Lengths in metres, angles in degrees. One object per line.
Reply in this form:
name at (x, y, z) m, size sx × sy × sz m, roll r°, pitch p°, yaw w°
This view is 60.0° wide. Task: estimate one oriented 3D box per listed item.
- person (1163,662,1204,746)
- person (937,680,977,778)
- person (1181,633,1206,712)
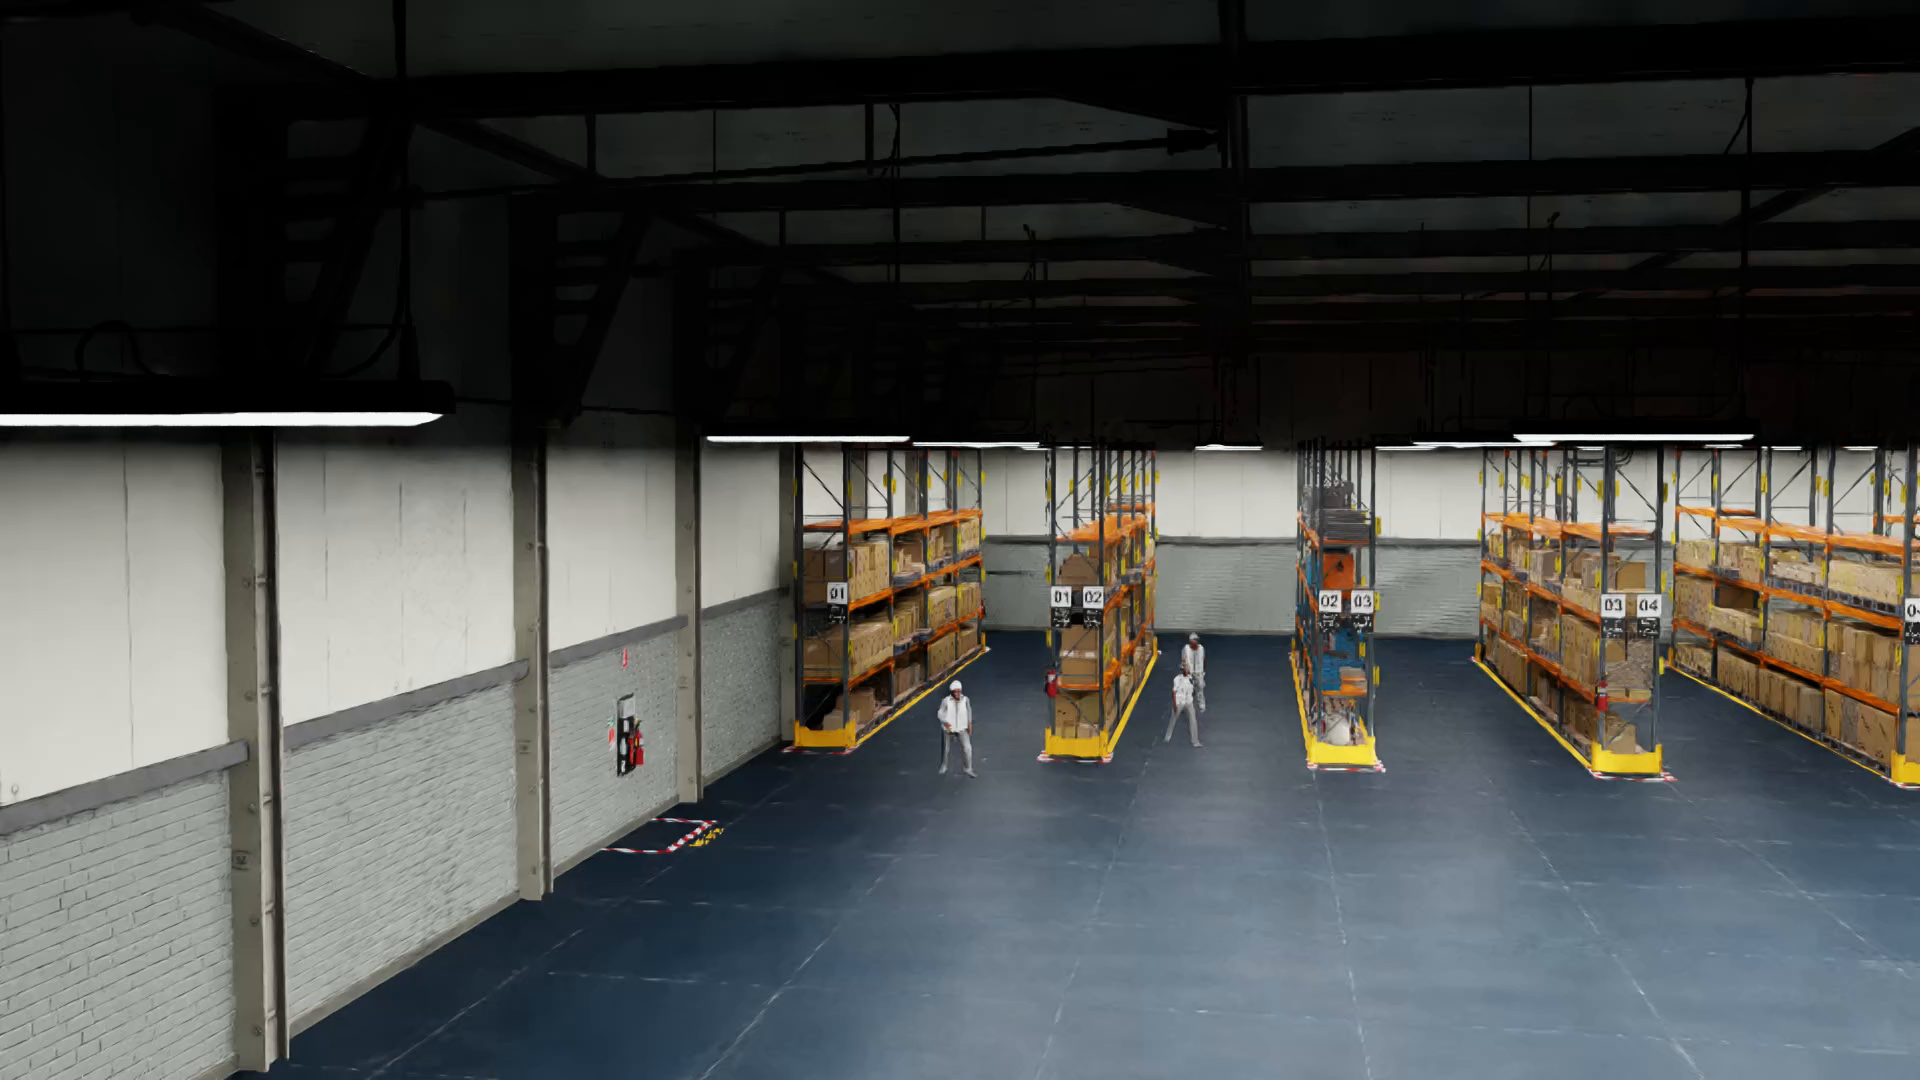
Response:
person at (4.336, 3.176, 32.421) m, size 0.553 × 1.646 × 0.915 m, roll -1°, pitch 3°, yaw -17°
person at (-0.096, 3.309, 29.314) m, size 0.639 × 1.713 × 0.844 m, roll 0°, pitch 3°, yaw -7°
person at (5.161, 2.905, 36.731) m, size 0.552 × 1.724 × 1.029 m, roll 0°, pitch 3°, yaw 2°
